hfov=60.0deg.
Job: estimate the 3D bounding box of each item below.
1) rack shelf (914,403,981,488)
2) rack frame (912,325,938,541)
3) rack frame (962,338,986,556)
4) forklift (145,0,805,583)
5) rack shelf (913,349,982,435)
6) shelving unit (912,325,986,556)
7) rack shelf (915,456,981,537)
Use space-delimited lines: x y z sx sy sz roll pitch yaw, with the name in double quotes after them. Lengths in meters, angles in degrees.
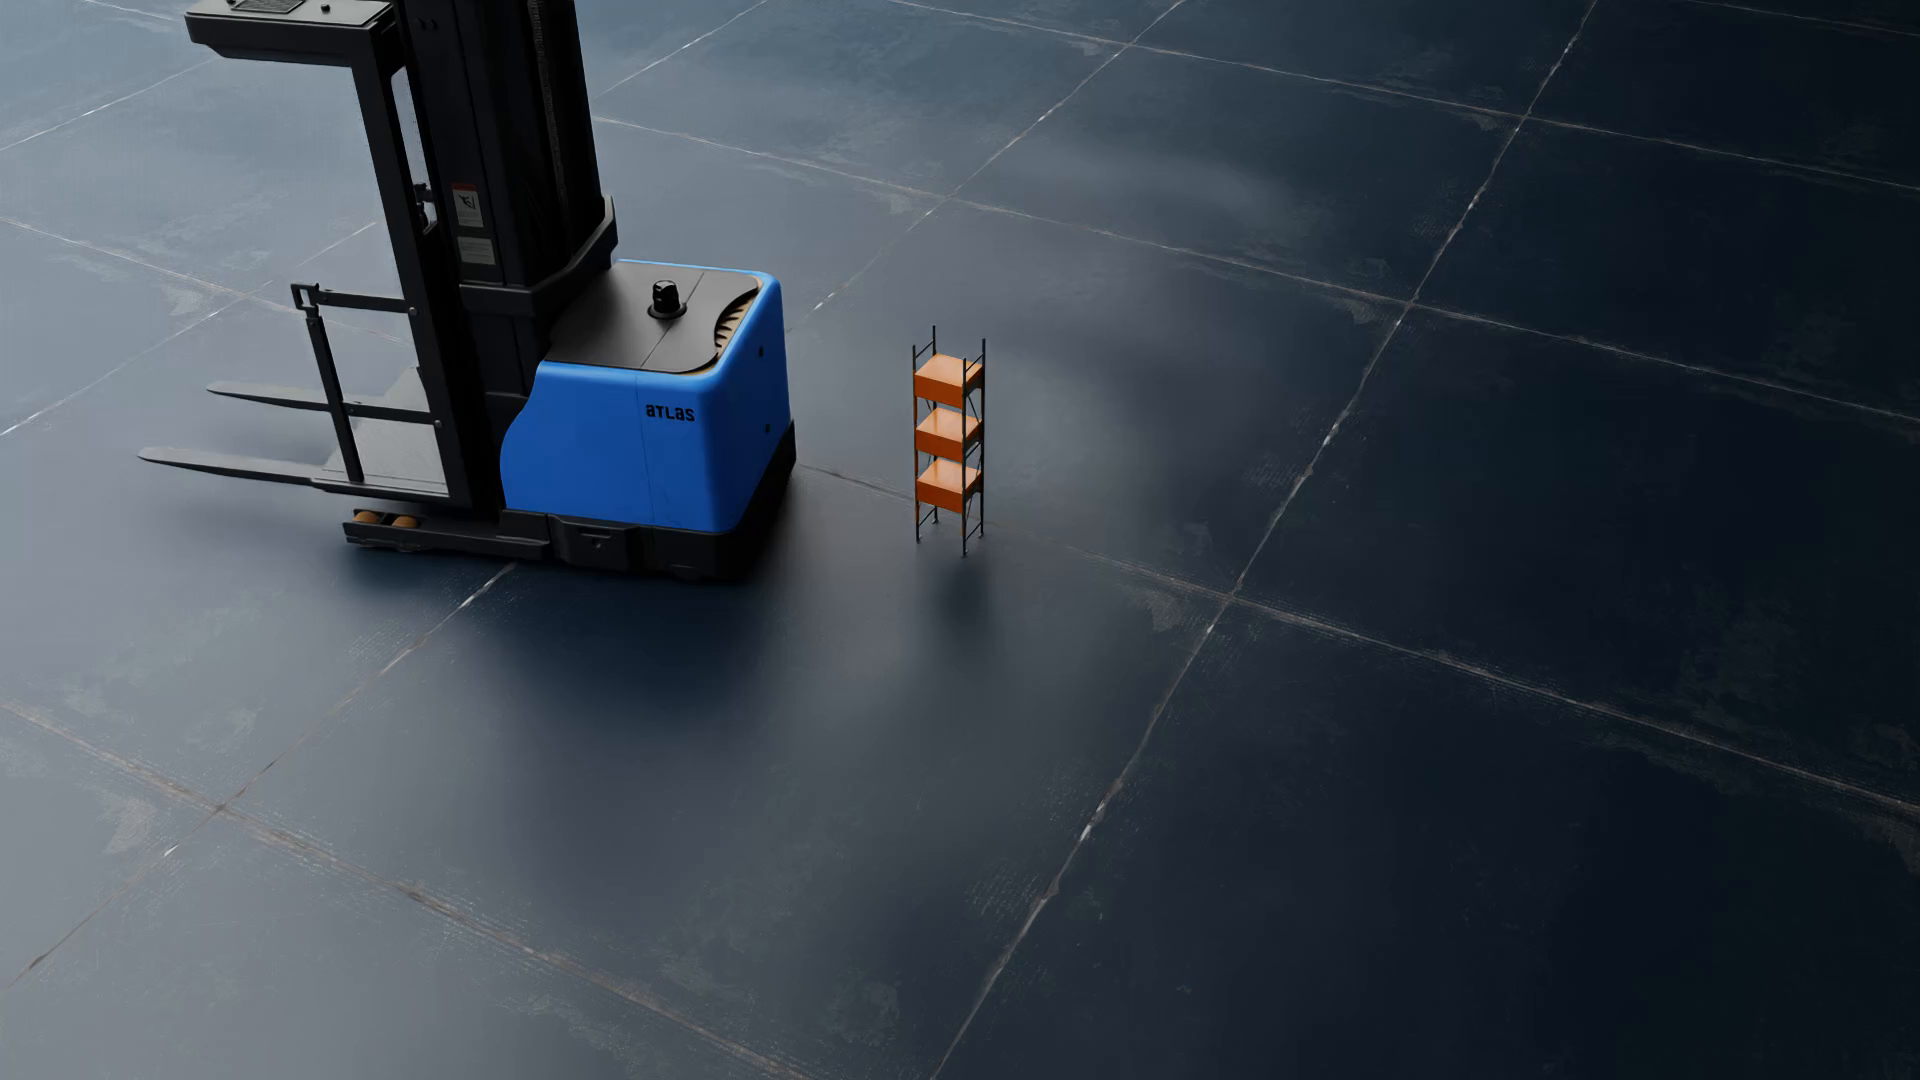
-0.048 -0.425 7.459 0.240 0.259 0.215 17 41 21 "rack shelf"
-0.156 -0.467 7.497 0.008 1.050 0.200 17 41 21 "rack frame"
0.061 -0.399 7.407 0.008 1.050 0.200 17 41 21 "rack frame"
-2.330 -1.410 7.184 3.031 2.935 1.130 7 38 9 "forklift"
-0.048 -0.651 7.287 0.240 0.259 0.215 17 41 21 "rack shelf"
-0.048 -0.433 7.452 0.252 1.050 0.215 17 41 21 "shelving unit"
-0.048 -0.203 7.627 0.240 0.259 0.215 17 41 21 "rack shelf"
